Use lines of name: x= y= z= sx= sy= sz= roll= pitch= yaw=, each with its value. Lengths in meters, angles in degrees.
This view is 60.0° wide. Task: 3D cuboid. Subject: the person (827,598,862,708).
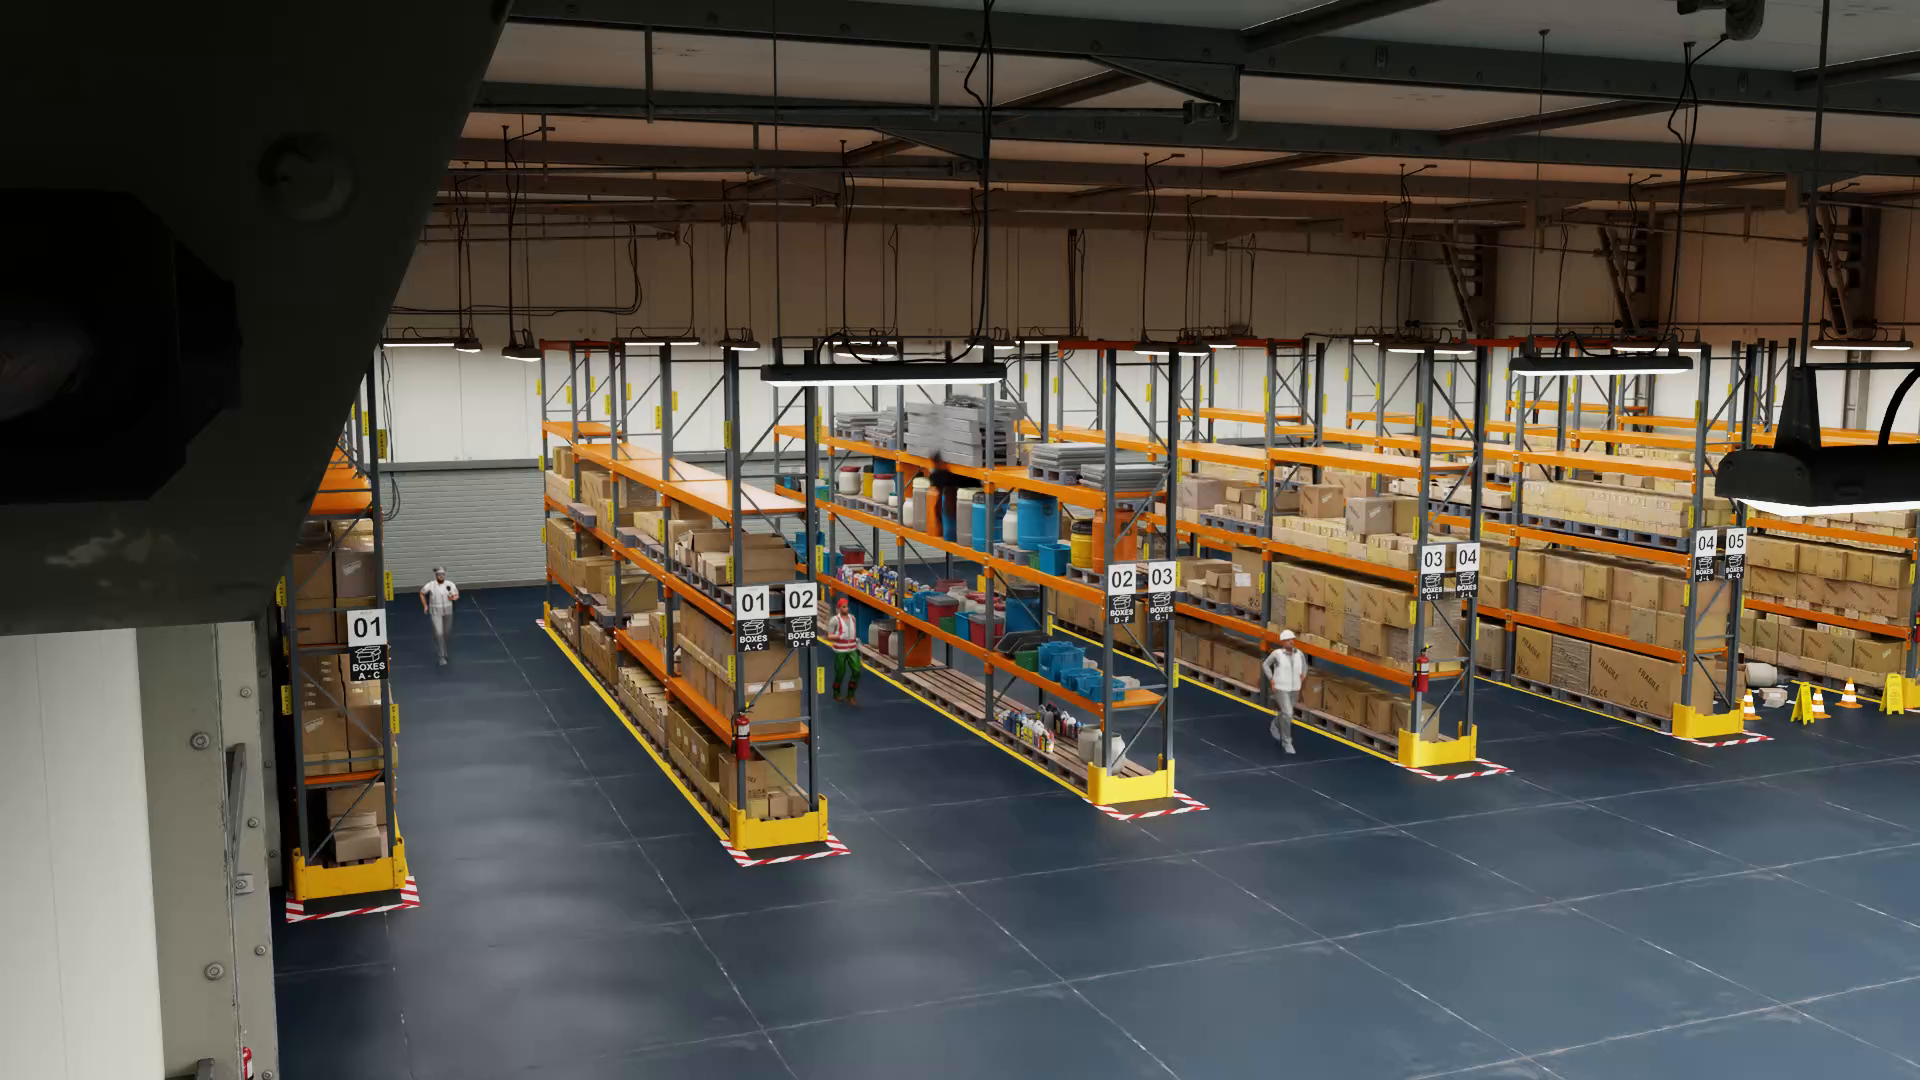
person: x=-1.890 y=1.871 z=27.531 sx=0.632 sy=1.824 sz=0.705 roll=-4 pitch=9 yaw=-30

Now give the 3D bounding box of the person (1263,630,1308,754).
person: x=4.868 y=2.228 z=24.847 sx=0.650 sy=1.823 sz=0.814 roll=-3 pitch=8 yaw=-20

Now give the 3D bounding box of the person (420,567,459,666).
person: x=-9.724 y=1.394 z=31.178 sx=0.642 sy=1.815 sz=0.899 roll=-5 pitch=9 yaw=-33
